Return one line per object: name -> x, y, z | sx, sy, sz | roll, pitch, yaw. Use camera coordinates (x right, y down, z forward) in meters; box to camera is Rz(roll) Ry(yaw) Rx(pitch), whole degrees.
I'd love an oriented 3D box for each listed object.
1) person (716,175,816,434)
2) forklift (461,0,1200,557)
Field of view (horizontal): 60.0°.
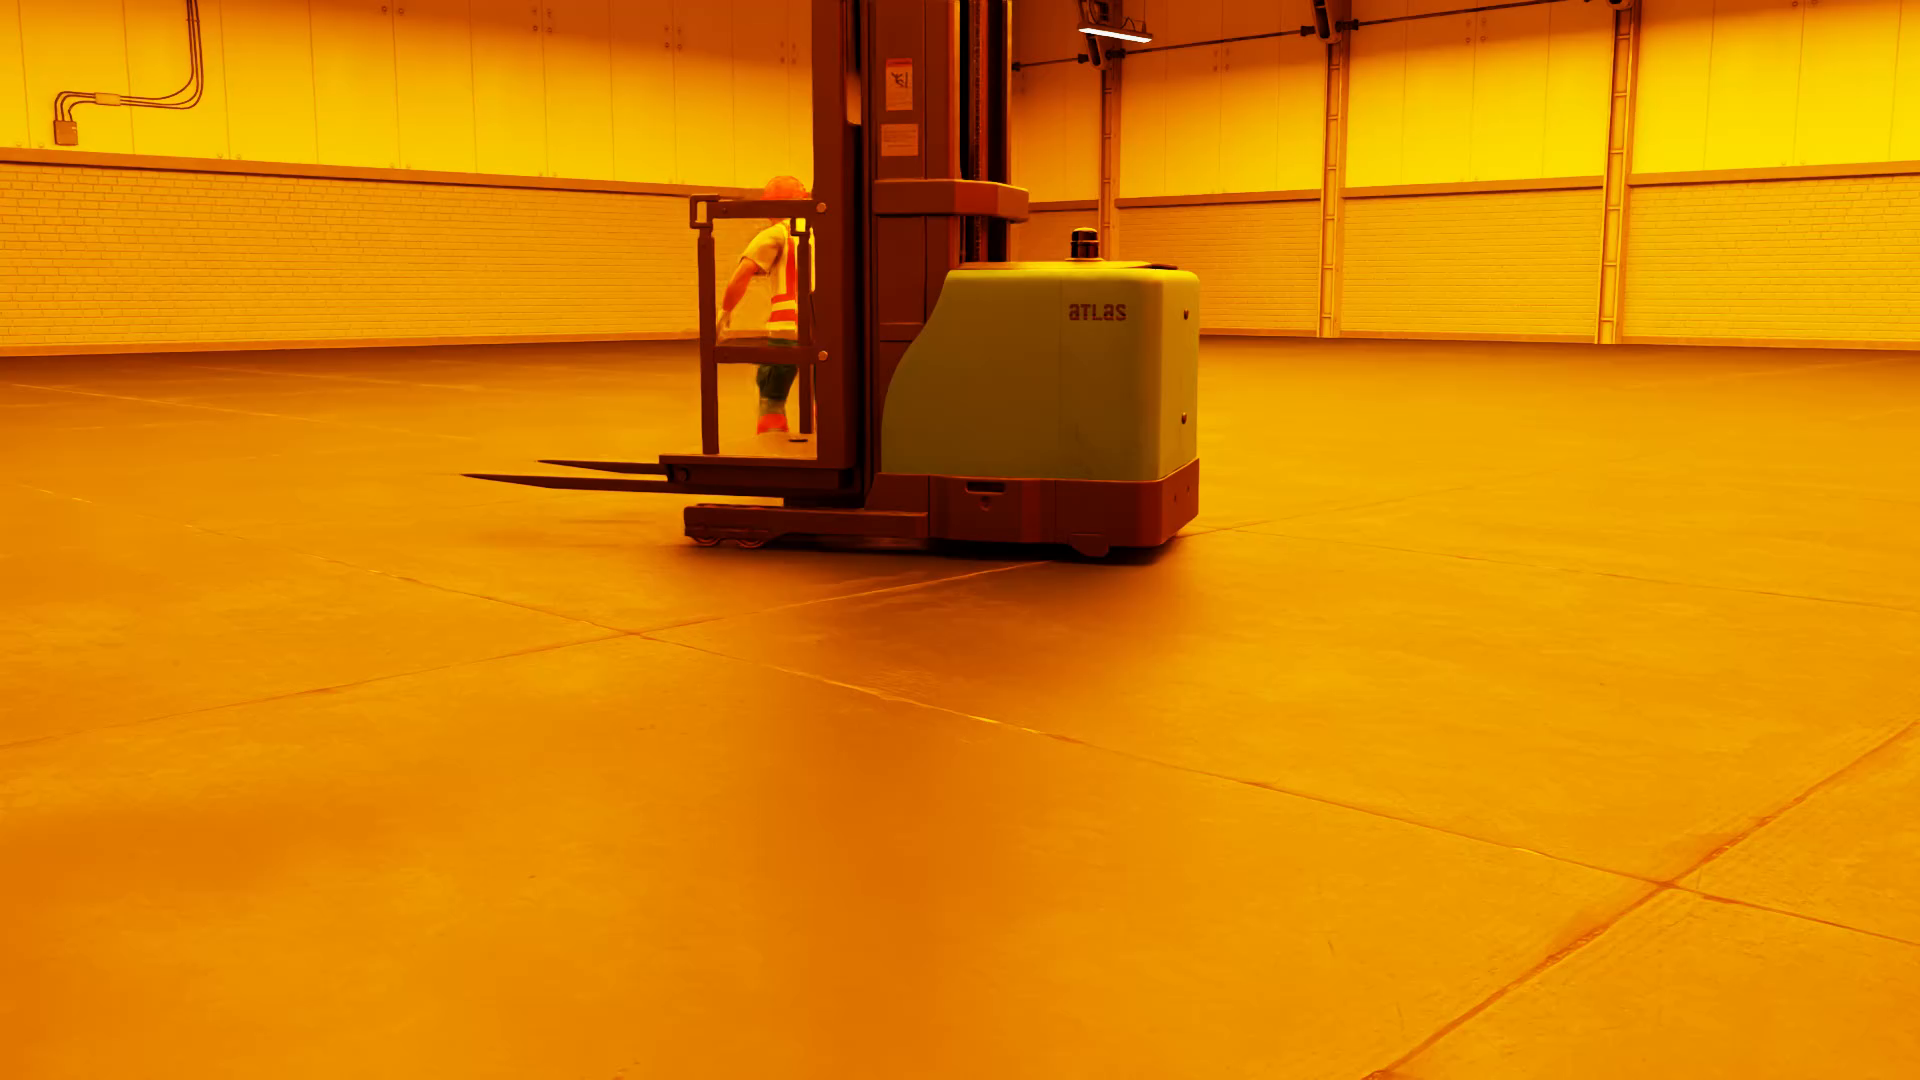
person -> -0.752, -1.065, 8.600 | 0.999, 1.622, 0.532 | -4, 9, -23
forklift -> -0.581, -1.488, 6.759 | 3.031, 2.935, 1.130 | 3, 9, 17
